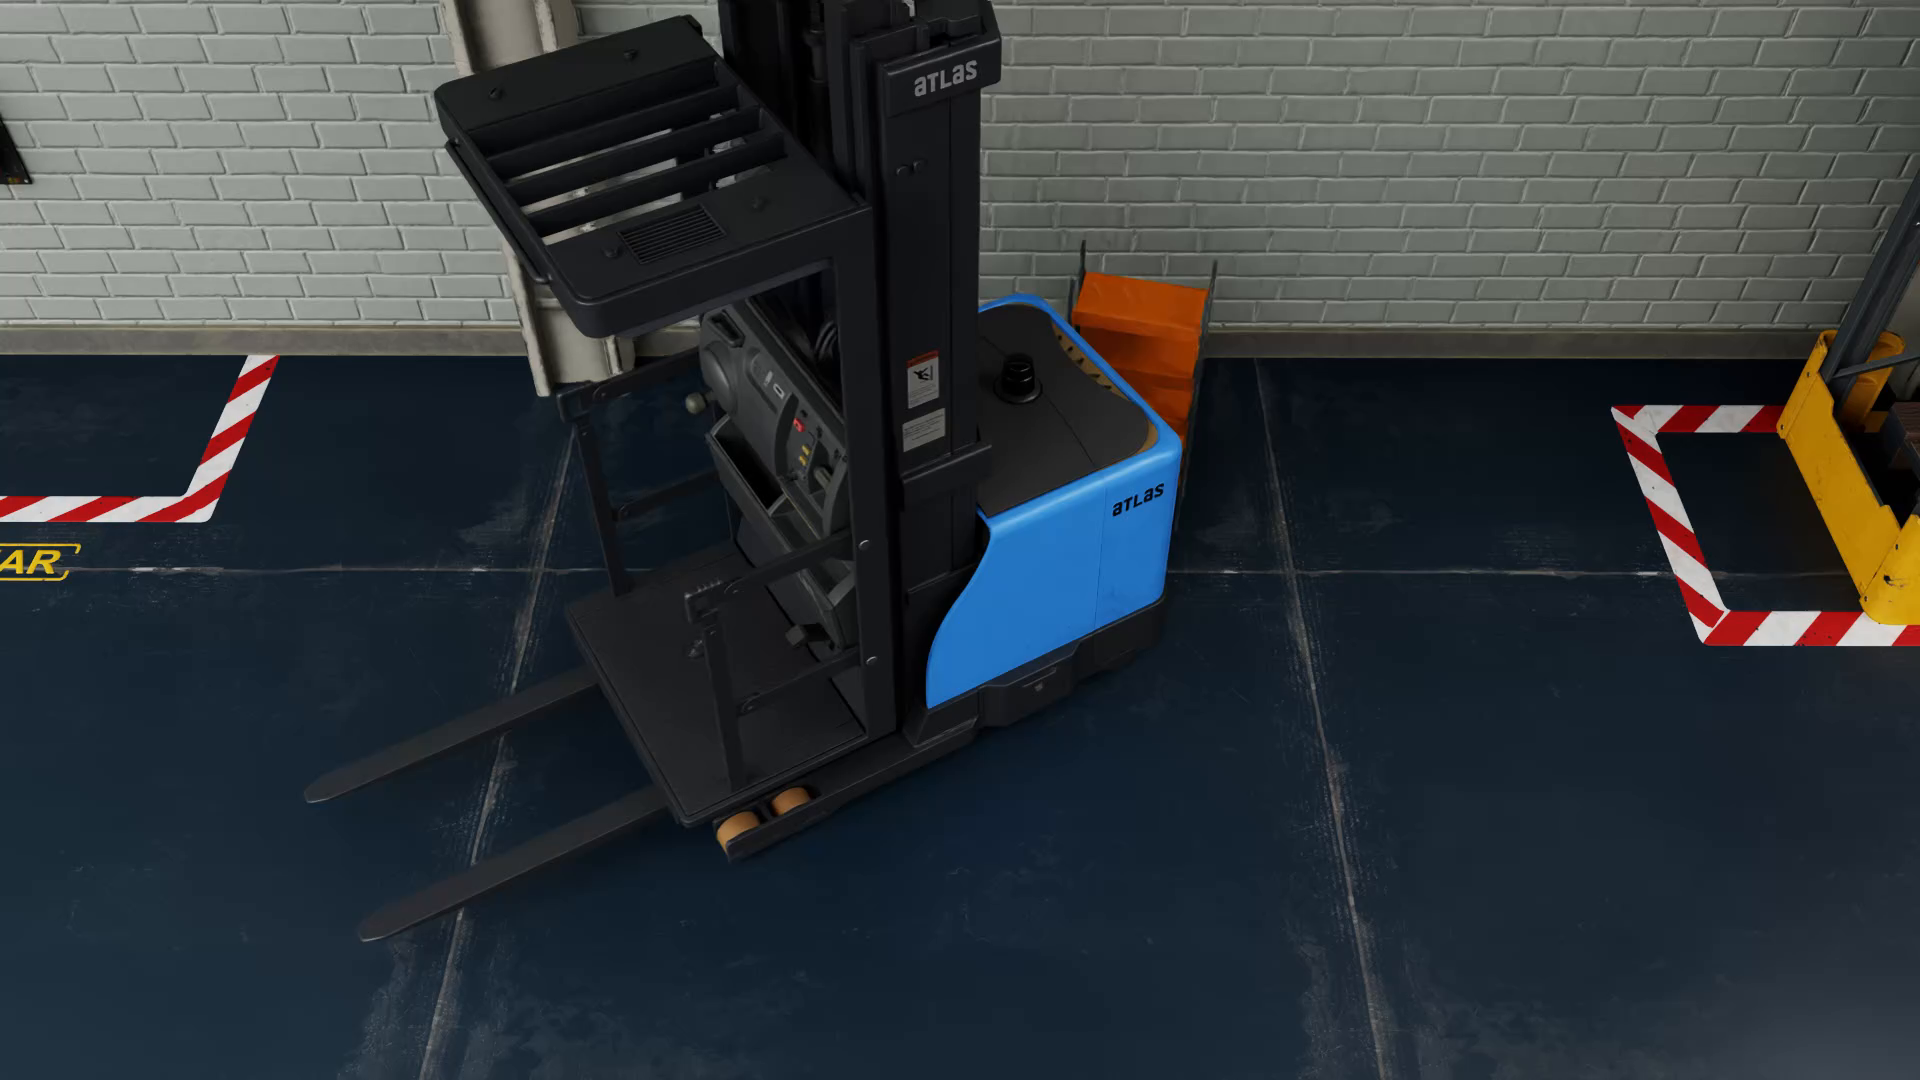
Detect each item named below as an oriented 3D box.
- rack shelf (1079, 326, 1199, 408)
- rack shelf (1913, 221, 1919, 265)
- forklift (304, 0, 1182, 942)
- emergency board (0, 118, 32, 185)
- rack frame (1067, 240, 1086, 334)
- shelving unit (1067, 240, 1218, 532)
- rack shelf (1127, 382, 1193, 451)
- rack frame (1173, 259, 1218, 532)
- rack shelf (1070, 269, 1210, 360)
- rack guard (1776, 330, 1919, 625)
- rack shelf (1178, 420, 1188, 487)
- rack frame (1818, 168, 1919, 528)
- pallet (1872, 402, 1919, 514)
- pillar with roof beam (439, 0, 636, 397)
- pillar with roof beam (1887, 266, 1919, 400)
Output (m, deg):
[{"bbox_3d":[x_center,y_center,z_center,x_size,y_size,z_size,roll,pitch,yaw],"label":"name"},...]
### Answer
[{"bbox_3d":[0.669,-0.679,6.348,0.480,0.148,0.258,10,48,9],"label":"rack shelf"},{"bbox_3d":[5.629,-0.871,6.003,4.000,0.370,1.077,0,47,0],"label":"rack shelf"},{"bbox_3d":[-0.761,-0.350,5.074,3.031,2.935,1.130,-24,51,-20],"label":"forklift"},{"bbox_3d":[-4.138,-1.804,6.380,0.643,1.169,0.194,0,47,0],"label":"emergency board"},{"bbox_3d":[0.432,-0.614,6.502,0.015,1.200,0.240,10,48,9],"label":"rack frame"},{"bbox_3d":[0.669,-0.572,6.463,0.503,1.200,0.258,10,48,9],"label":"shelving unit"},{"bbox_3d":[0.669,-0.526,6.512,0.480,0.148,0.258,10,48,9],"label":"rack shelf"},{"bbox_3d":[0.906,-0.529,6.423,0.015,1.200,0.240,10,48,9],"label":"rack frame"},{"bbox_3d":[0.669,-0.840,6.175,0.480,0.148,0.258,10,48,9],"label":"rack shelf"},{"bbox_3d":[3.705,-0.269,6.659,0.348,0.500,1.175,0,47,0],"label":"rack guard"},{"bbox_3d":[0.669,-0.391,6.657,0.480,0.148,0.258,10,48,9],"label":"rack shelf"},{"bbox_3d":[3.629,-1.121,5.745,0.127,3.000,1.000,0,47,0],"label":"rack frame"},{"bbox_3d":[4.518,-0.143,6.739,1.213,0.211,1.003,0,47,0],"label":"pallet"},{"bbox_3d":[-1.683,-0.662,1.218,0.400,9.000,9.100,0,47,0],"label":"pillar with roof beam"},{"bbox_3d":[4.317,-0.645,1.203,0.400,9.000,9.100,0,47,0],"label":"pillar with roof beam"}]
